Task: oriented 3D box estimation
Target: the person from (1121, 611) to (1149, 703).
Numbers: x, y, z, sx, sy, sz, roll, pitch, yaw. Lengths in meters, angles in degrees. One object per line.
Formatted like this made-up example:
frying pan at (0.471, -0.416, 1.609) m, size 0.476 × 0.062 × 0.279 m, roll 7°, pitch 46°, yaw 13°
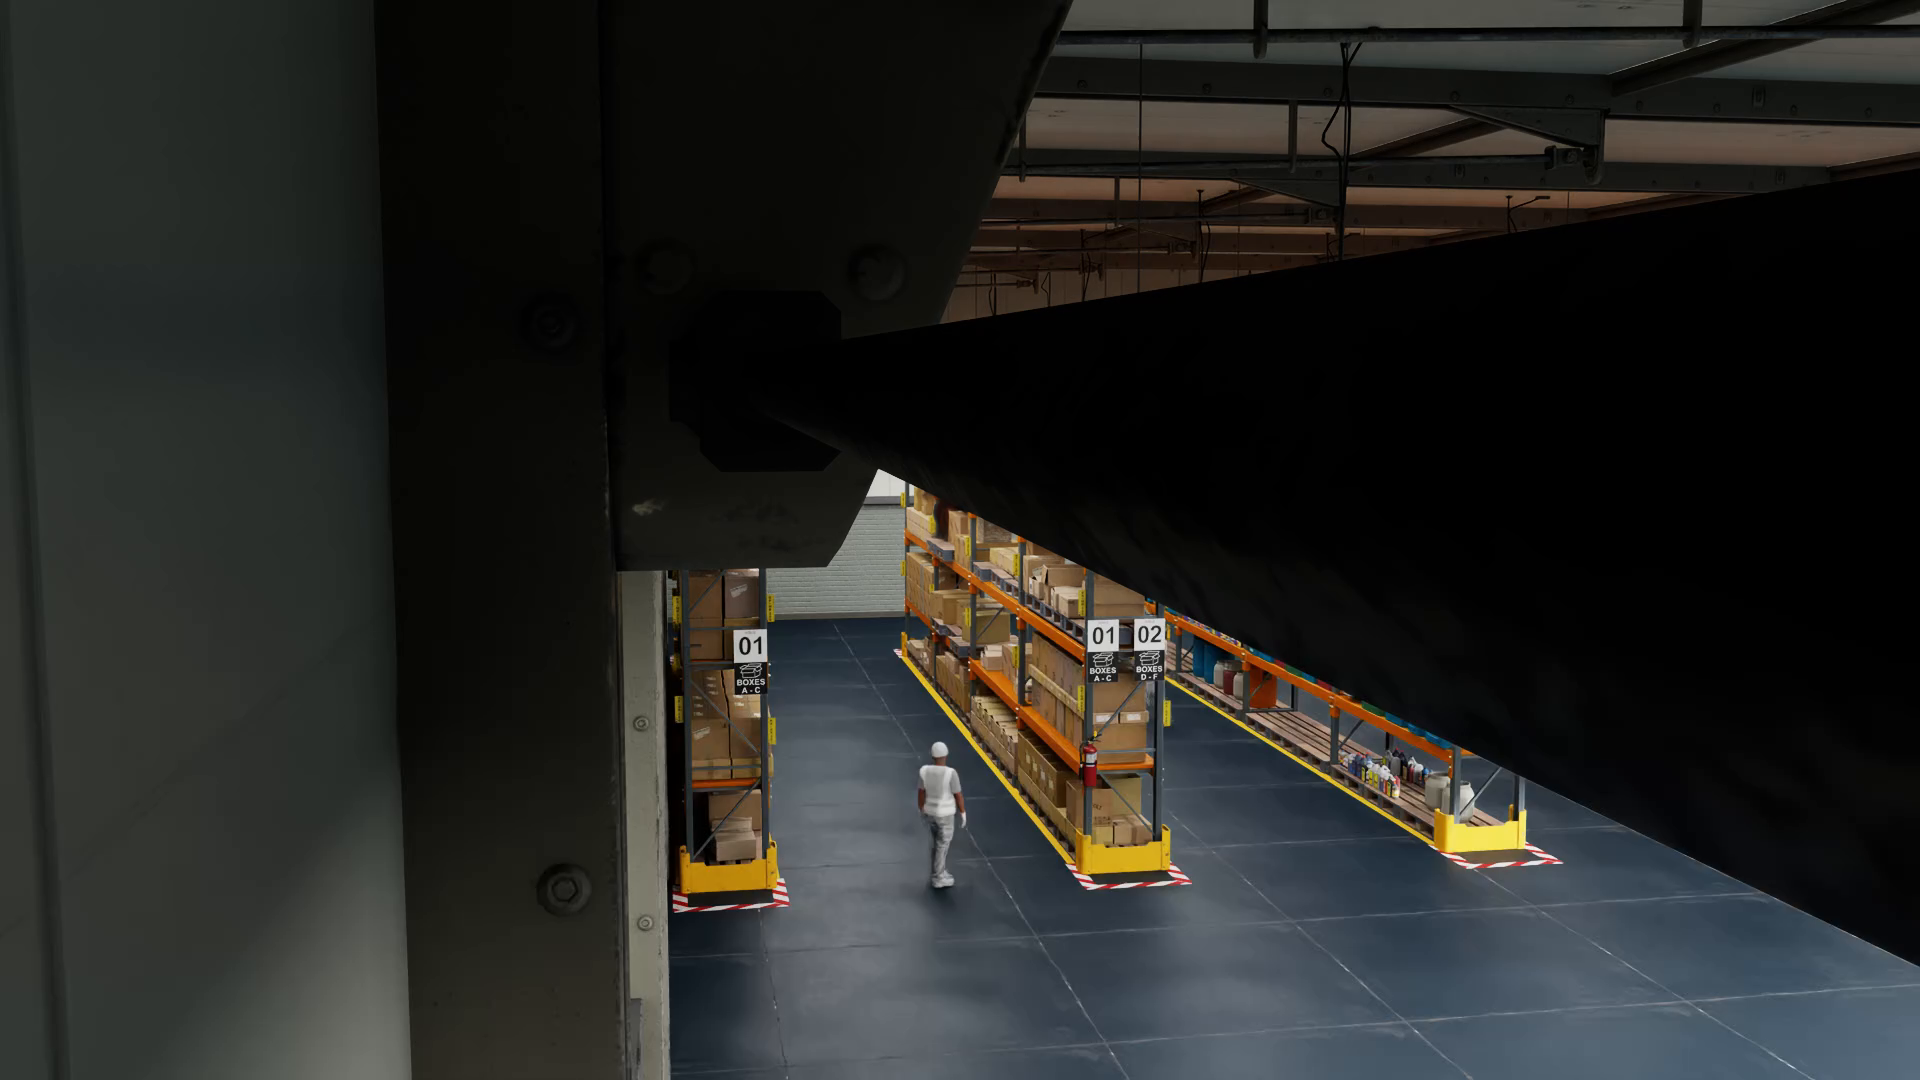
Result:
person at (3.210, 2.138, 30.451) m, size 0.611 × 1.846 × 0.578 m, roll 5°, pitch 7°, yaw 37°

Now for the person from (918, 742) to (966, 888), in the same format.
person at (-0.180, 3.353, 20.327) m, size 0.578 × 1.822 × 0.553 m, roll -5°, pitch 8°, yaw -42°
